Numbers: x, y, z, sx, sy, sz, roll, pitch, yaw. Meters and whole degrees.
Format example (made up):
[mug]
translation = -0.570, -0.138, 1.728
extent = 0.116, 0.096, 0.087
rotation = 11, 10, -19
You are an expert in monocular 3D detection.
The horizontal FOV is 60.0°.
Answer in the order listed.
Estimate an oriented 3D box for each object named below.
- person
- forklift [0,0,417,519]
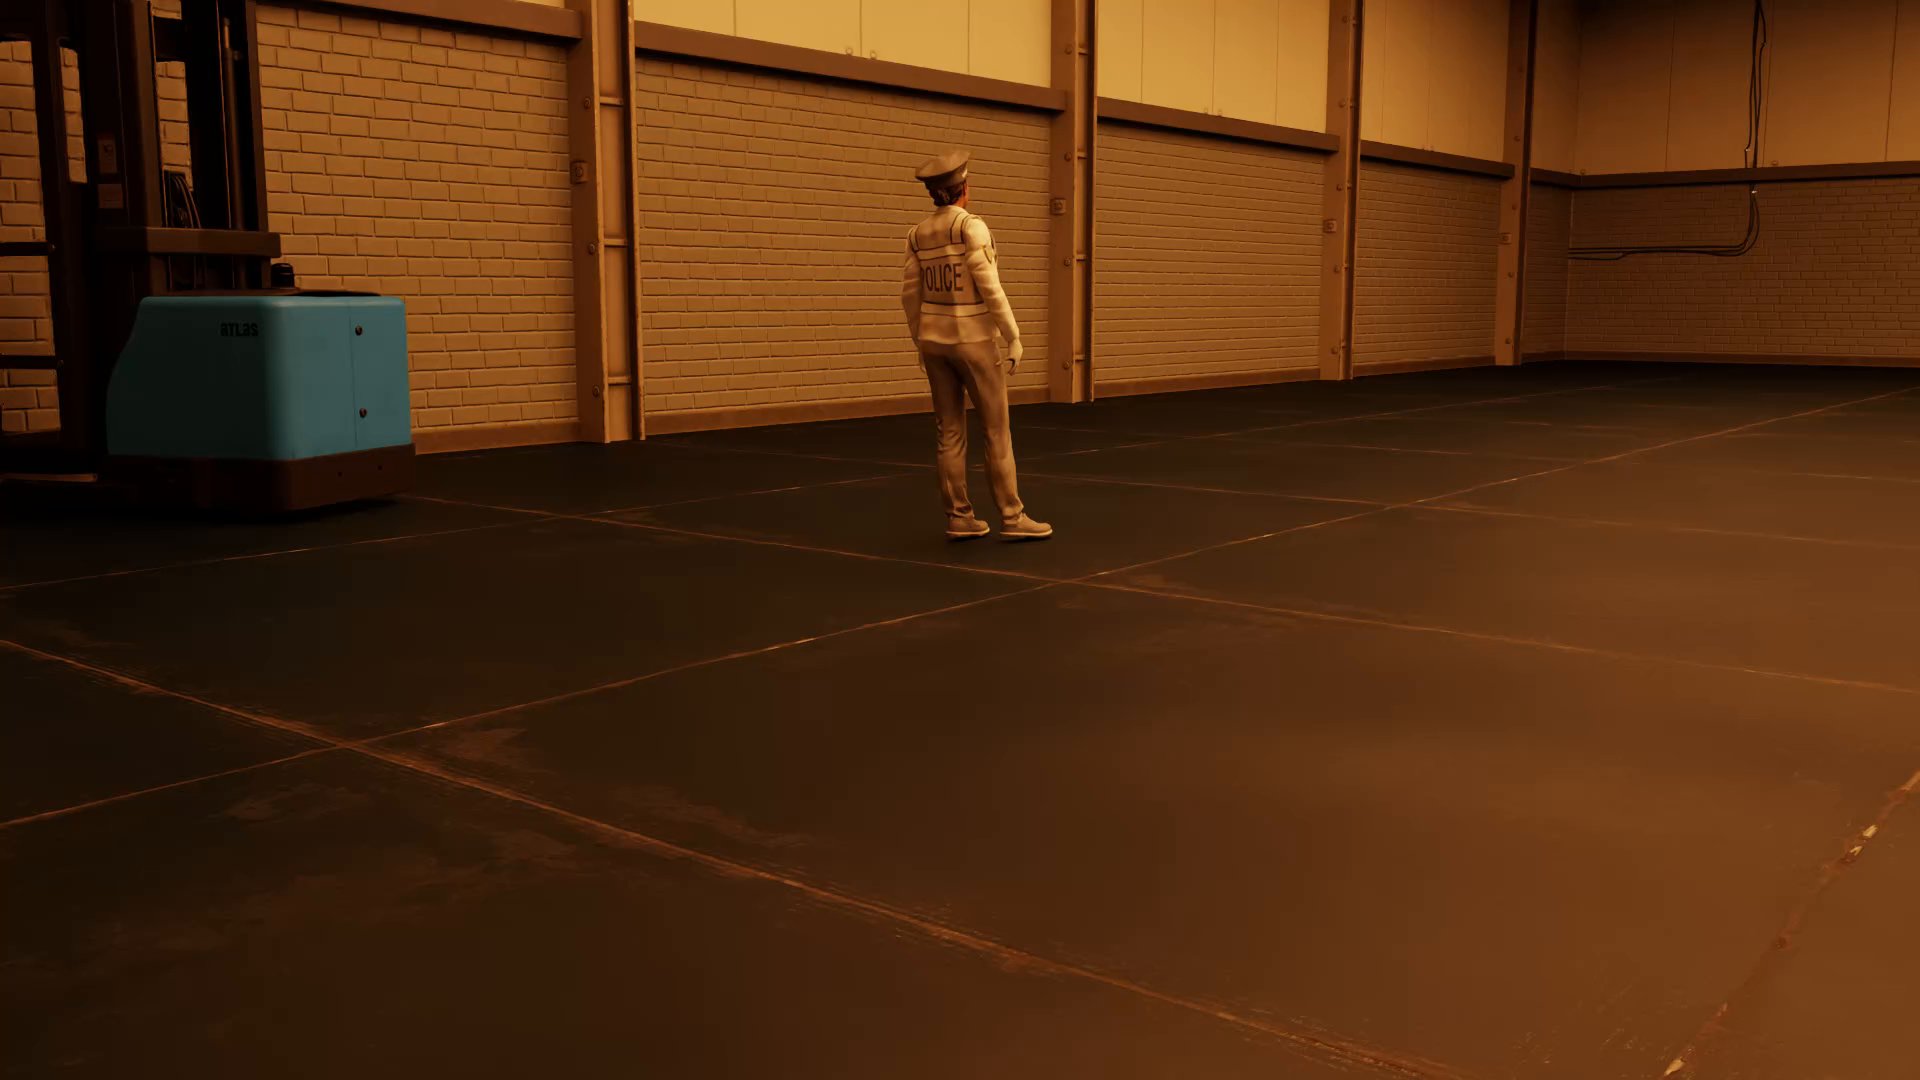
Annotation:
[person]
translation = 0.048, -0.852, 7.330
extent = 0.588, 1.695, 0.531
rotation = 7, 11, 38
[forklift]
translation = -4.428, -1.651, 8.563
extent = 3.031, 2.935, 1.130
rotation = 3, 9, 18
